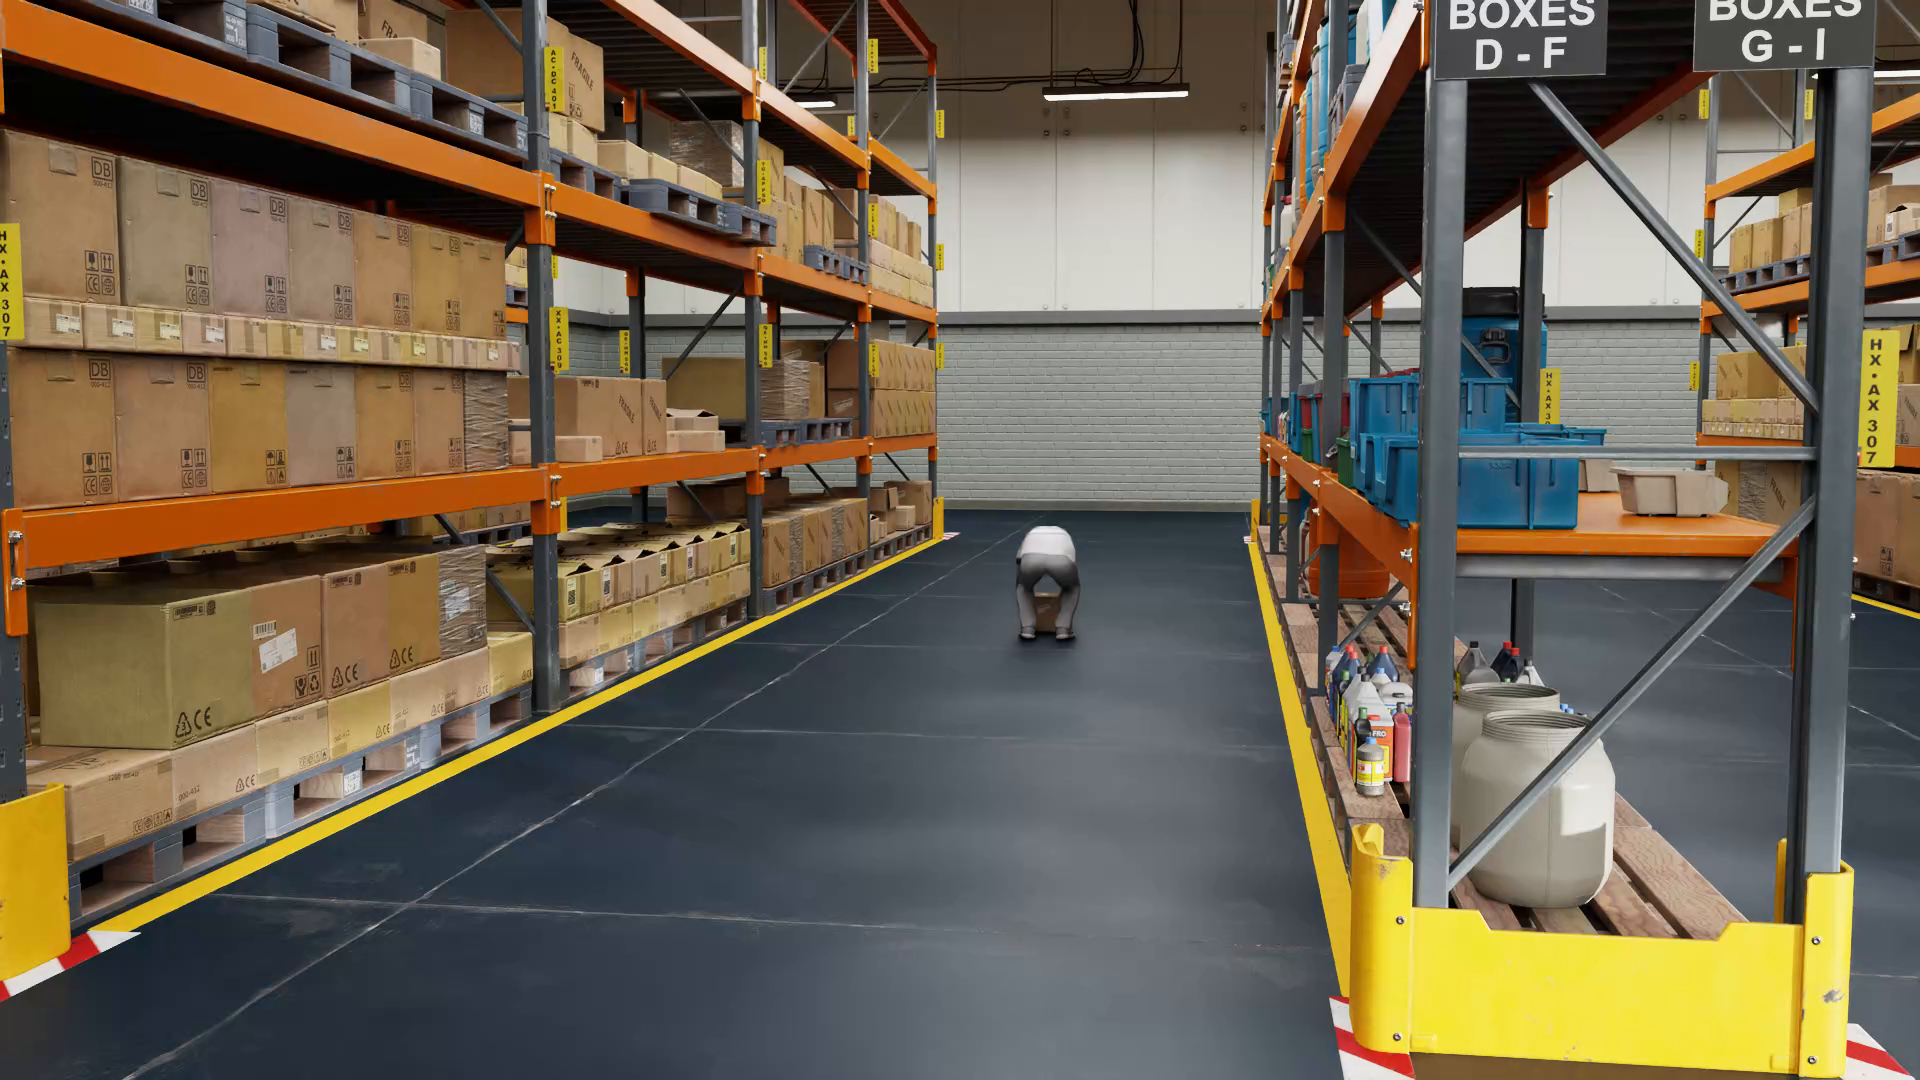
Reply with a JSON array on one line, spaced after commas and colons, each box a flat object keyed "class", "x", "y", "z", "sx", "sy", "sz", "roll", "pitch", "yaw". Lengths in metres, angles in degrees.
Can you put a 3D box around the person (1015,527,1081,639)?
[{"class": "person", "x": 0.624, "y": 0.302, "z": 11.815, "sx": 0.467, "sy": 0.803, "sz": 0.925, "roll": 1, "pitch": 5, "yaw": 7}]
